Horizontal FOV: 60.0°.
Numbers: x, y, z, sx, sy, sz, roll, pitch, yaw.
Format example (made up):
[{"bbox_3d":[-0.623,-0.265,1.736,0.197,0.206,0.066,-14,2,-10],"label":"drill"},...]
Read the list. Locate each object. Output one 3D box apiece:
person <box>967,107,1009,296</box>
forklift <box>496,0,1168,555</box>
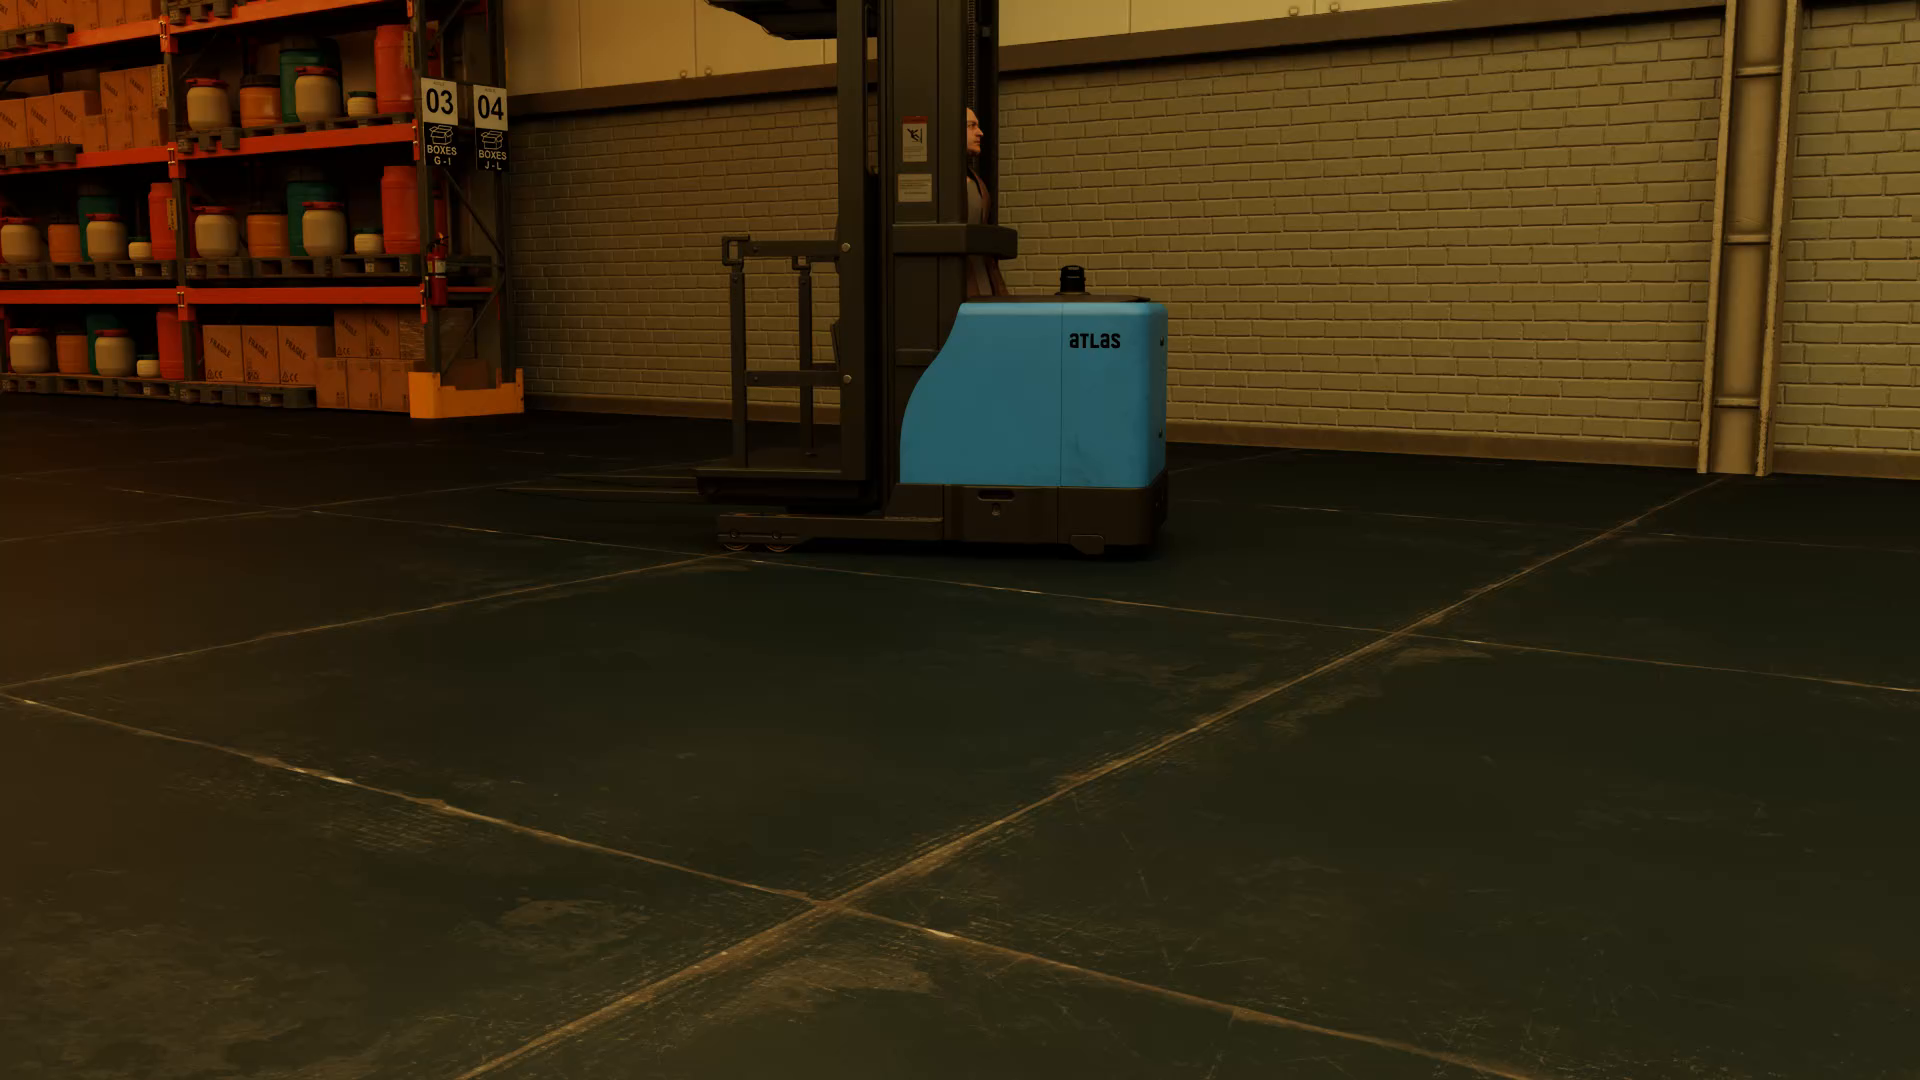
[{"bbox_3d":[0.023,-1.079,7.429,0.447,1.708,0.692,5,10,34],"label":"person"},{"bbox_3d":[-0.596,-1.469,7.520,3.031,2.935,1.130,2,8,12],"label":"forklift"}]
